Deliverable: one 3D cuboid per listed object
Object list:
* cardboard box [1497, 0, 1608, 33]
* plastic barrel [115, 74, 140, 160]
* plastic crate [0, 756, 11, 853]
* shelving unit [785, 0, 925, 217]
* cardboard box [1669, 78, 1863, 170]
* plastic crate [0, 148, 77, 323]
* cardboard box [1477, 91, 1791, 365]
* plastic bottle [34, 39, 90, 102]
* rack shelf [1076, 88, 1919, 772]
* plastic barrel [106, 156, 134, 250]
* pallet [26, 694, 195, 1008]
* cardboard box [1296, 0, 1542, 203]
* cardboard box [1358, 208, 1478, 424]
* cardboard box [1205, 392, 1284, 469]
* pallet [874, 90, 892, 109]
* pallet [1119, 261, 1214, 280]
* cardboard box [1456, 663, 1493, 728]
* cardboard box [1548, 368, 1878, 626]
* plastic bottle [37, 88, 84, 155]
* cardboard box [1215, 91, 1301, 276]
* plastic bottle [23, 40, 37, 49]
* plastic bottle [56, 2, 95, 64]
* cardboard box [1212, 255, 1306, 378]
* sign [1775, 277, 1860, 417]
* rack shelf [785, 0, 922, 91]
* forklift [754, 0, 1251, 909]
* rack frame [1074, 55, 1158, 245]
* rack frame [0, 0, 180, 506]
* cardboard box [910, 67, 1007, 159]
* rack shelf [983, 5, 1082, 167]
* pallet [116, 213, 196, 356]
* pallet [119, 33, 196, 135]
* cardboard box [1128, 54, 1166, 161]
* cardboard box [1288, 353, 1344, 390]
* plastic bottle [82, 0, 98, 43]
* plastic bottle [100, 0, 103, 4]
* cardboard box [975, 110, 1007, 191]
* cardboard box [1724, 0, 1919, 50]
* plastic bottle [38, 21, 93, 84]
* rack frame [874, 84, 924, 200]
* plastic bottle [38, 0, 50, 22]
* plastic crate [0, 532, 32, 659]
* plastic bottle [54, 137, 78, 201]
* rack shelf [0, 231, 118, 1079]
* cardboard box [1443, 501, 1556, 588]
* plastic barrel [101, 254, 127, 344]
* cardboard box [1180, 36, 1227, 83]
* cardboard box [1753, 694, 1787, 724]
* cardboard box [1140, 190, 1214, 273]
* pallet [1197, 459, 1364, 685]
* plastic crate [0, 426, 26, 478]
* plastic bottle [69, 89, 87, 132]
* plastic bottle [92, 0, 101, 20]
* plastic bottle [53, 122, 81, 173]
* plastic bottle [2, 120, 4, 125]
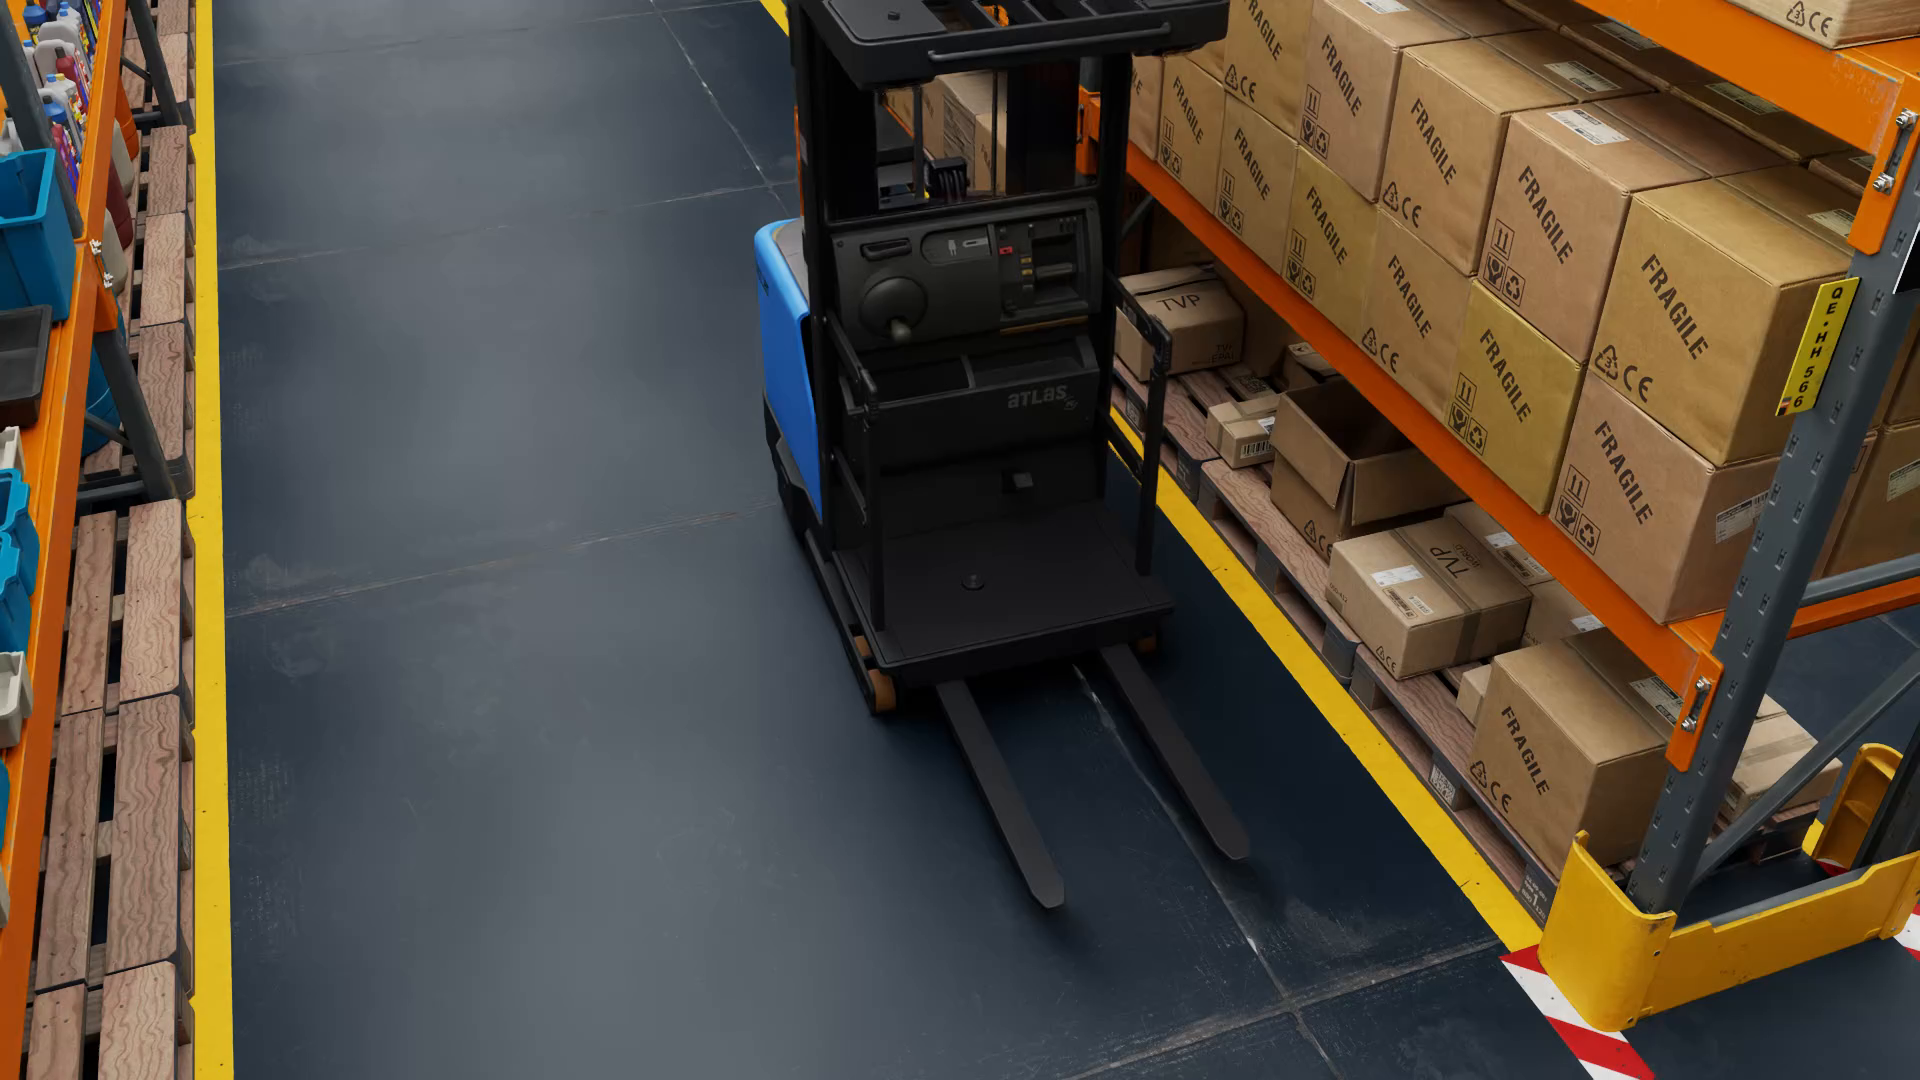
[{"bbox_3d":[1.936,-1.535,5.381,0.500,0.500,0.500,-13,39,-16],"label":"cardboard box"},{"bbox_3d":[-4.849,-2.451,8.965,0.600,0.830,0.708,-12,39,-16],"label":"plastic barrel"},{"bbox_3d":[-2.283,0.560,3.602,0.416,0.233,0.300,-12,39,-16],"label":"plastic crate"},{"bbox_3d":[-0.426,-1.540,7.041,0.431,2.100,0.503,-12,38,-16],"label":"shelving unit"},{"bbox_3d":[2.279,-0.965,4.624,0.500,0.500,0.500,-12,39,-15],"label":"cardboard box"},{"bbox_3d":[-3.176,-0.987,5.531,0.392,0.384,0.575,-12,39,-16],"label":"plastic crate"},{"bbox_3d":[1.786,-0.846,4.465,0.500,0.500,0.500,-11,38,-15],"label":"cardboard box"},{"bbox_3d":[-3.777,-1.977,6.984,0.152,0.276,0.135,-12,39,-16],"label":"plastic bottle"},{"bbox_3d":[1.683,-0.769,5.876,1.077,0.370,4.000,-12,39,-16],"label":"rack shelf"},{"bbox_3d":[-4.461,-1.716,8.191,0.600,0.588,0.708,-12,39,-16],"label":"plastic barrel"},{"bbox_3d":[-2.944,1.049,5.182,1.003,0.211,1.213,-12,39,-16],"label":"pallet"},{"bbox_3d":[1.426,-1.428,5.238,0.500,0.500,0.500,-11,38,-15],"label":"cardboard box"},{"bbox_3d":[1.614,-0.739,5.154,0.500,0.500,0.500,-12,39,-16],"label":"cardboard box"},{"bbox_3d":[1.244,-0.462,6.859,0.380,0.166,0.250,-12,39,-16],"label":"cardboard box"},{"bbox_3d":[-0.160,-2.902,10.428,1.003,0.211,1.213,-12,39,-16],"label":"pallet"},{"bbox_3d":[0.680,-1.524,8.598,1.003,0.211,1.213,-12,39,-16],"label":"pallet"},{"bbox_3d":[1.898,0.526,5.548,0.380,0.166,0.250,-12,39,-16],"label":"cardboard box"},{"bbox_3d":[1.962,-0.163,4.390,0.500,0.500,0.500,-11,38,-15],"label":"cardboard box"},{"bbox_3d":[-3.584,-1.660,6.564,0.152,0.276,0.135,-12,39,-16],"label":"plastic bottle"},{"bbox_3d":[1.264,-1.310,5.913,0.500,0.500,0.500,-13,39,-16],"label":"cardboard box"},{"bbox_3d":[-3.968,-2.042,7.132,0.097,0.201,0.097,0,37,0],"label":"plastic bottle"},{"bbox_3d":[-3.905,-2.232,7.327,0.097,0.271,0.097,0,37,0],"label":"plastic bottle"},{"bbox_3d":[1.458,-1.100,7.430,0.500,0.500,0.500,-12,39,-16],"label":"cardboard box"},{"bbox_3d":[1.844,-0.412,3.579,0.100,0.325,0.005,-12,39,-16],"label":"sign"},{"bbox_3d":[-0.431,-2.096,6.639,0.431,0.518,0.480,-12,38,-16],"label":"rack shelf"},{"bbox_3d":[0.104,-0.828,5.413,1.130,2.935,3.031,-11,38,-14],"label":"forklift"},{"bbox_3d":[0.995,-2.186,7.159,1.000,3.000,0.127,-12,39,-16],"label":"rack frame"},{"bbox_3d":[-3.657,-1.163,5.801,1.000,3.000,0.127,-12,39,-16],"label":"rack frame"},{"bbox_3d":[0.045,-2.434,9.200,0.500,0.500,0.500,-14,39,-17],"label":"cardboard box"},{"bbox_3d":[0.307,-3.029,8.876,1.077,0.370,4.000,-12,39,-16],"label":"rack shelf"},{"bbox_3d":[-4.307,-1.184,8.146,1.003,0.211,1.213,-12,39,-16],"label":"pallet"},{"bbox_3d":[-5.264,-2.754,10.231,1.003,0.211,1.213,-12,39,-16],"label":"pallet"},{"bbox_3d":[0.915,-1.882,6.672,0.500,0.500,0.500,-11,38,-15],"label":"cardboard box"},{"bbox_3d":[1.716,-0.601,6.924,0.500,0.311,0.500,-12,39,-16],"label":"cardboard box"},{"bbox_3d":[-3.991,-2.410,7.554,0.061,0.283,0.133,-12,39,-16],"label":"plastic bottle"},{"bbox_3d":[-4.191,-2.674,7.972,0.097,0.201,0.097,0,37,0],"label":"plastic bottle"},{"bbox_3d":[0.394,-1.864,8.443,0.500,0.500,0.500,-12,39,-16],"label":"cardboard box"},{"bbox_3d":[1.947,-1.301,3.615,0.500,0.250,0.500,-12,39,-16],"label":"cardboard box"},{"bbox_3d":[-3.857,-2.108,7.158,0.152,0.276,0.135,-12,39,-16],"label":"plastic bottle"},{"bbox_3d":[-0.342,-1.406,6.855,0.400,2.100,0.015,-12,38,-16],"label":"rack frame"},{"bbox_3d":[-4.172,-2.456,7.614,0.061,0.283,0.133,-12,39,-16],"label":"plastic bottle"},{"bbox_3d":[-2.509,0.188,4.096,0.416,0.233,0.300,-12,39,-16],"label":"plastic crate"},{"bbox_3d":[-3.383,-1.412,6.228,0.061,0.283,0.133,-12,39,-16],"label":"plastic bottle"},{"bbox_3d":[-2.969,0.254,4.517,1.077,0.370,4.000,-12,39,-16],"label":"rack shelf"},{"bbox_3d":[2.107,0.065,6.090,0.500,0.250,0.500,-12,39,-16],"label":"cardboard box"},{"bbox_3d":[-4.072,-1.203,7.249,0.600,0.901,0.708,-12,39,-16],"label":"plastic barrel"},{"bbox_3d":[1.071,-2.010,6.011,0.500,0.500,0.500,-14,39,-17],"label":"cardboard box"},{"bbox_3d":[2.464,0.580,5.476,0.380,0.166,0.250,-12,39,-16],"label":"cardboard box"},{"bbox_3d":[1.057,-1.687,8.209,0.500,0.500,0.500,-14,39,-18],"label":"cardboard box"},{"bbox_3d":[1.654,0.006,6.567,1.003,0.211,1.213,-12,39,-16],"label":"pallet"},{"bbox_3d":[-2.776,-0.160,4.639,0.293,0.136,0.466,-12,39,-16],"label":"plastic crate"},{"bbox_3d":[-3.632,-1.757,6.754,0.097,0.201,0.097,0,37,0],"label":"plastic bottle"},{"bbox_3d":[-4.100,-2.590,7.792,0.061,0.283,0.133,-12,39,-16],"label":"plastic bottle"},{"bbox_3d":[-3.485,-1.516,6.434,0.097,0.201,0.097,0,37,0],"label":"plastic bottle"},{"bbox_3d":[-3.695,-1.594,6.538,0.097,0.201,0.097,0,37,0],"label":"plastic bottle"}]
